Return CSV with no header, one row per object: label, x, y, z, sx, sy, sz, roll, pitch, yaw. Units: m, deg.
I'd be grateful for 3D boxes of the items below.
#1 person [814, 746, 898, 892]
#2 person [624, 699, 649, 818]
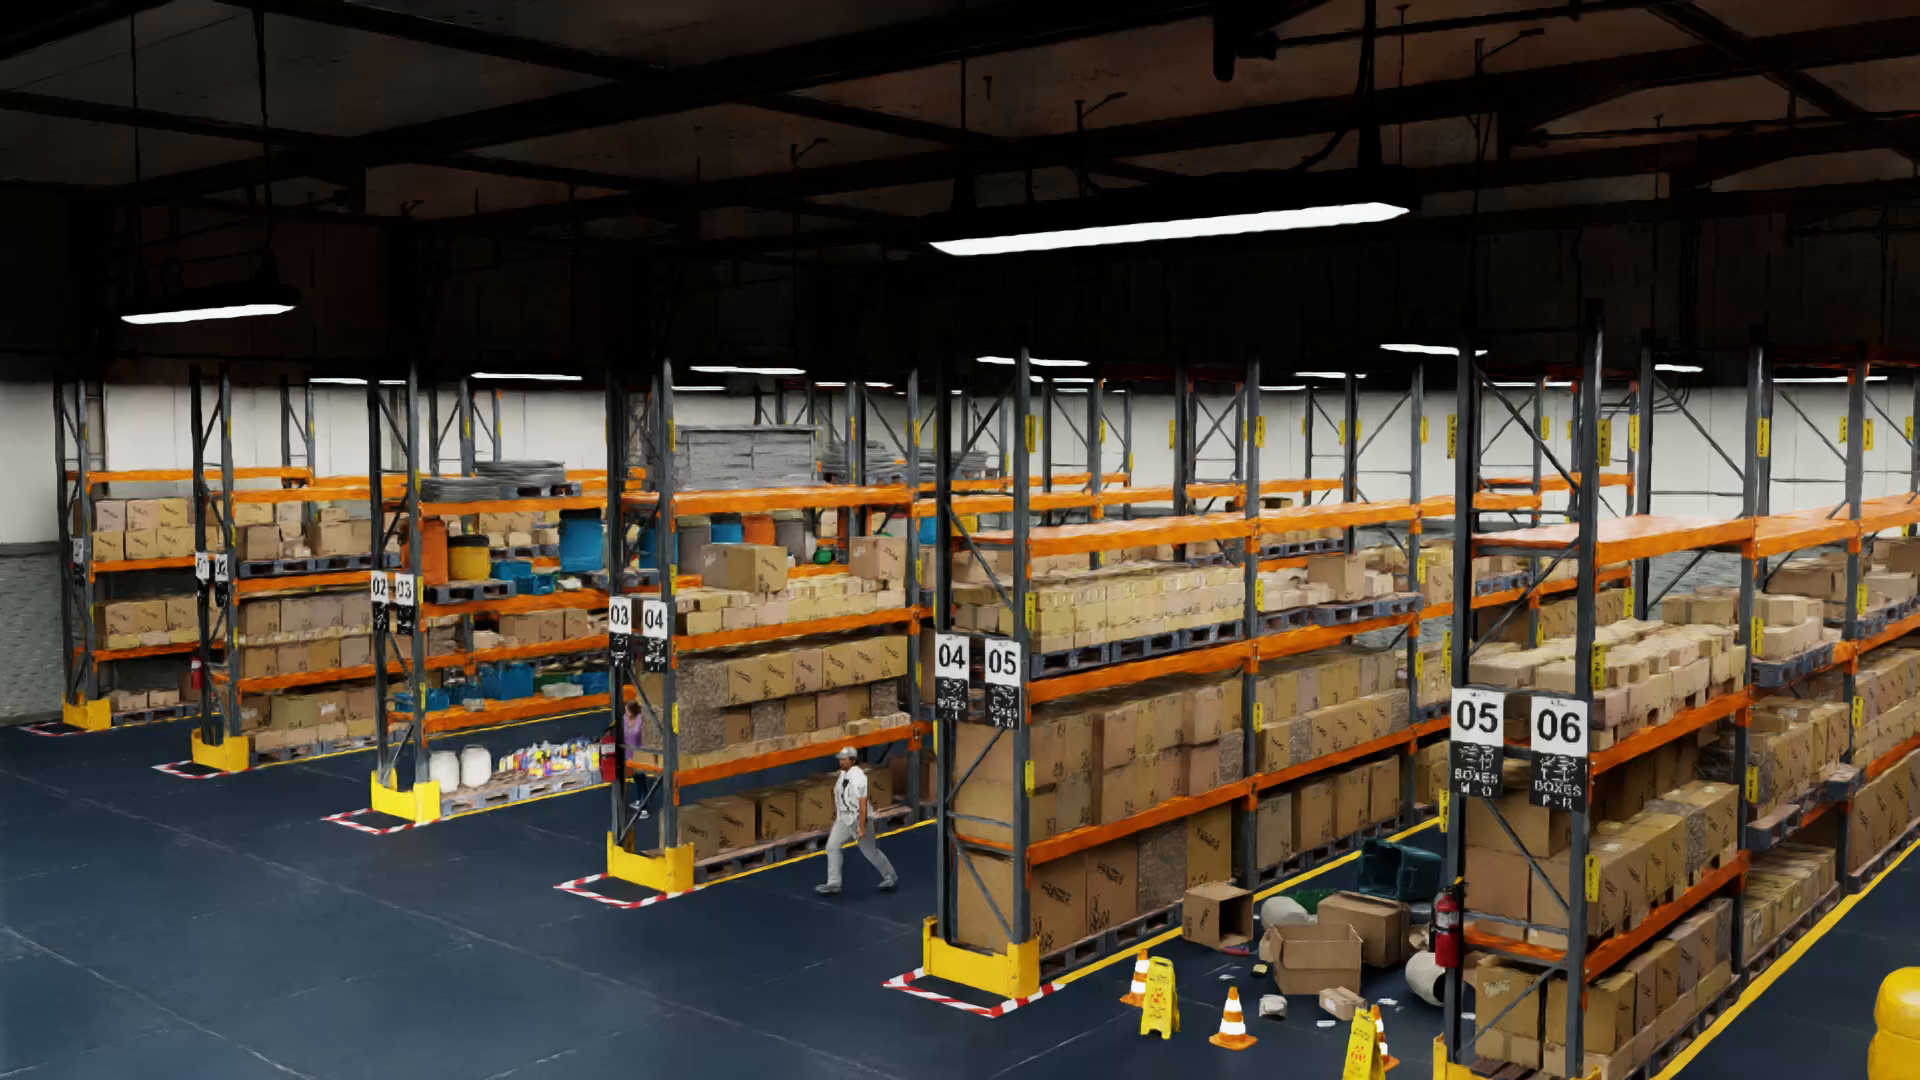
person,-1.120,3.042,18.161,0.888,1.609,0.500,-3,5,-34
person,-4.205,2.824,21.769,0.562,1.515,0.778,2,4,21
